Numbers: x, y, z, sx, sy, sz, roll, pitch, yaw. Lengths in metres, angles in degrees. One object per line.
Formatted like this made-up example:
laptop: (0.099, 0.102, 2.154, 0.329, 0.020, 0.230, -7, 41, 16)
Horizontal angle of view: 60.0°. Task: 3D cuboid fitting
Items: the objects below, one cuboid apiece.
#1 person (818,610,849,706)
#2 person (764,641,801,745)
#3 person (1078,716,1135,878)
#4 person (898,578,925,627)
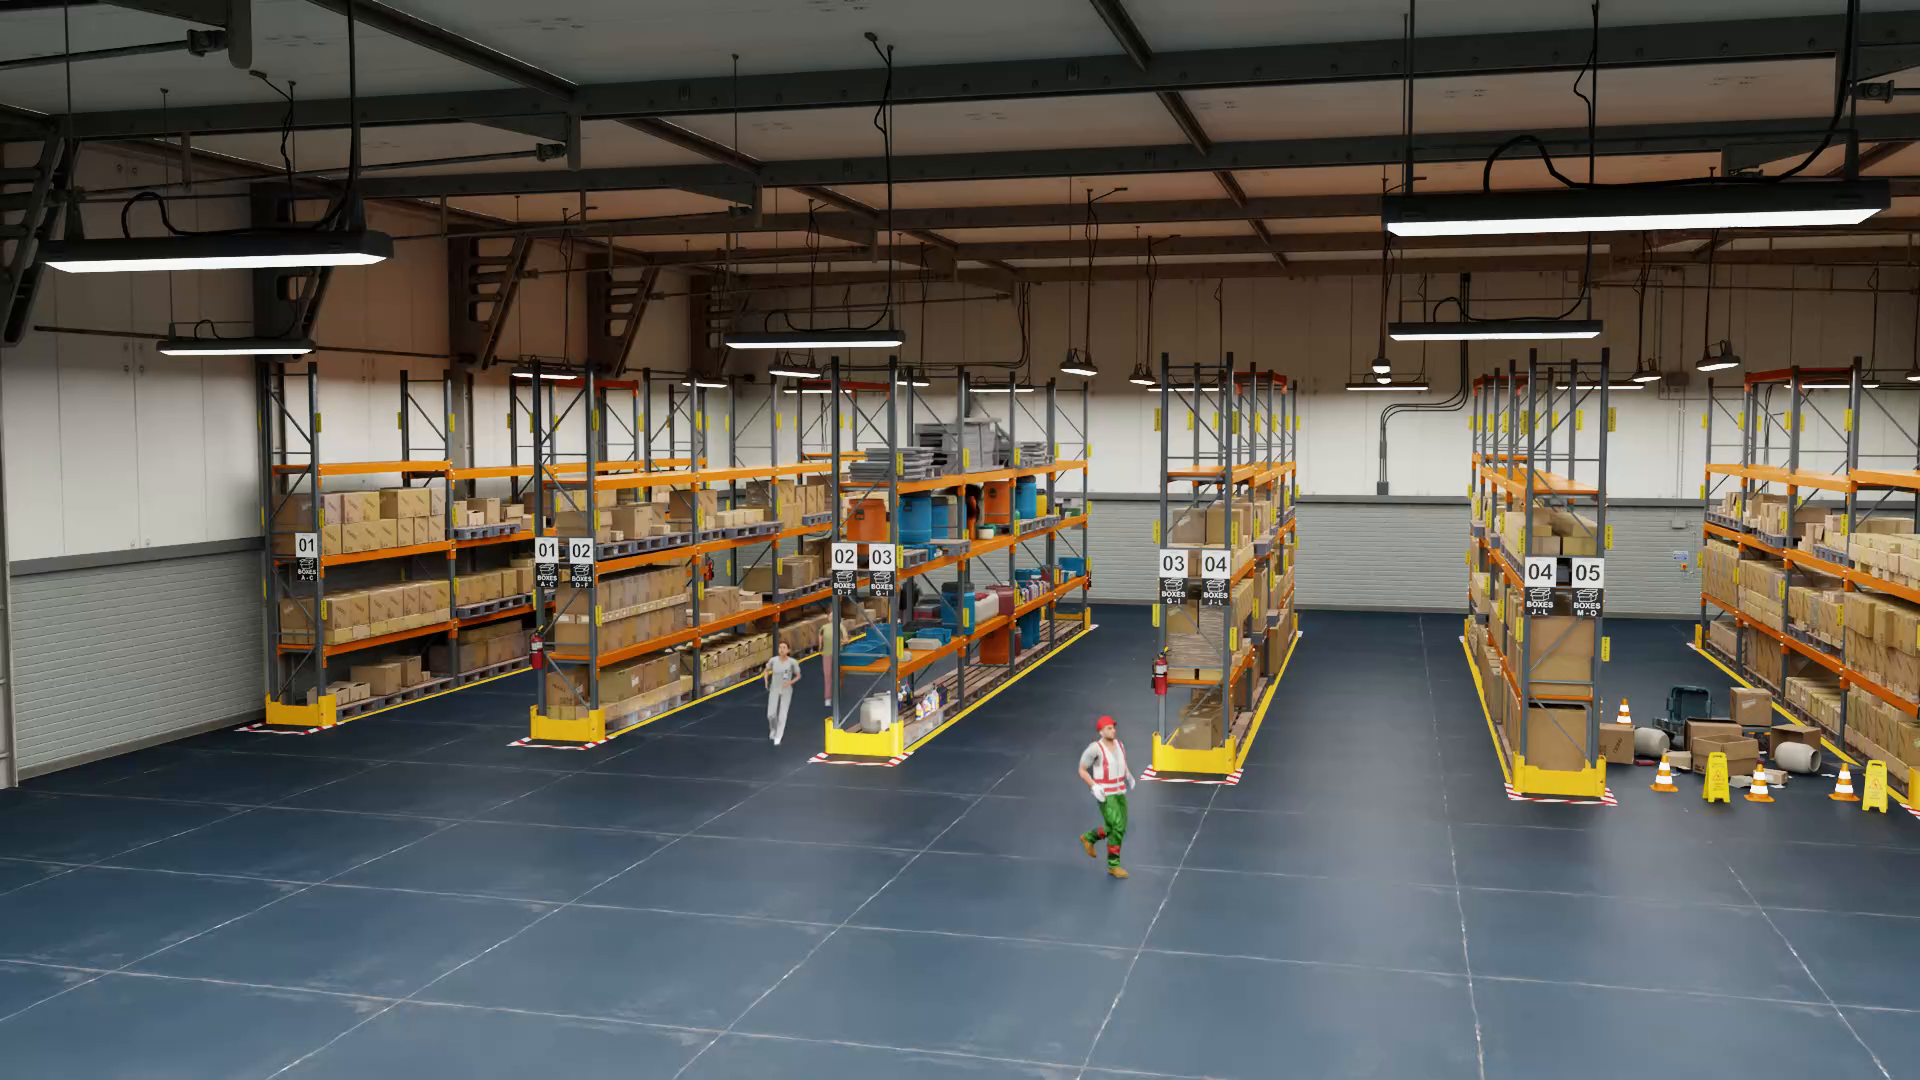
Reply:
person: (-2.258, 2.064, 29.554, 0.574, 1.655, 0.969, 0, 4, 3)
person: (-2.770, 2.372, 25.814, 0.597, 1.625, 0.508, 0, 4, 2)
person: (1.623, 2.829, 18.523, 0.650, 1.768, 0.722, -4, 5, -41)
person: (-1.123, 1.561, 37.164, 0.660, 1.683, 0.585, 0, 4, 3)
